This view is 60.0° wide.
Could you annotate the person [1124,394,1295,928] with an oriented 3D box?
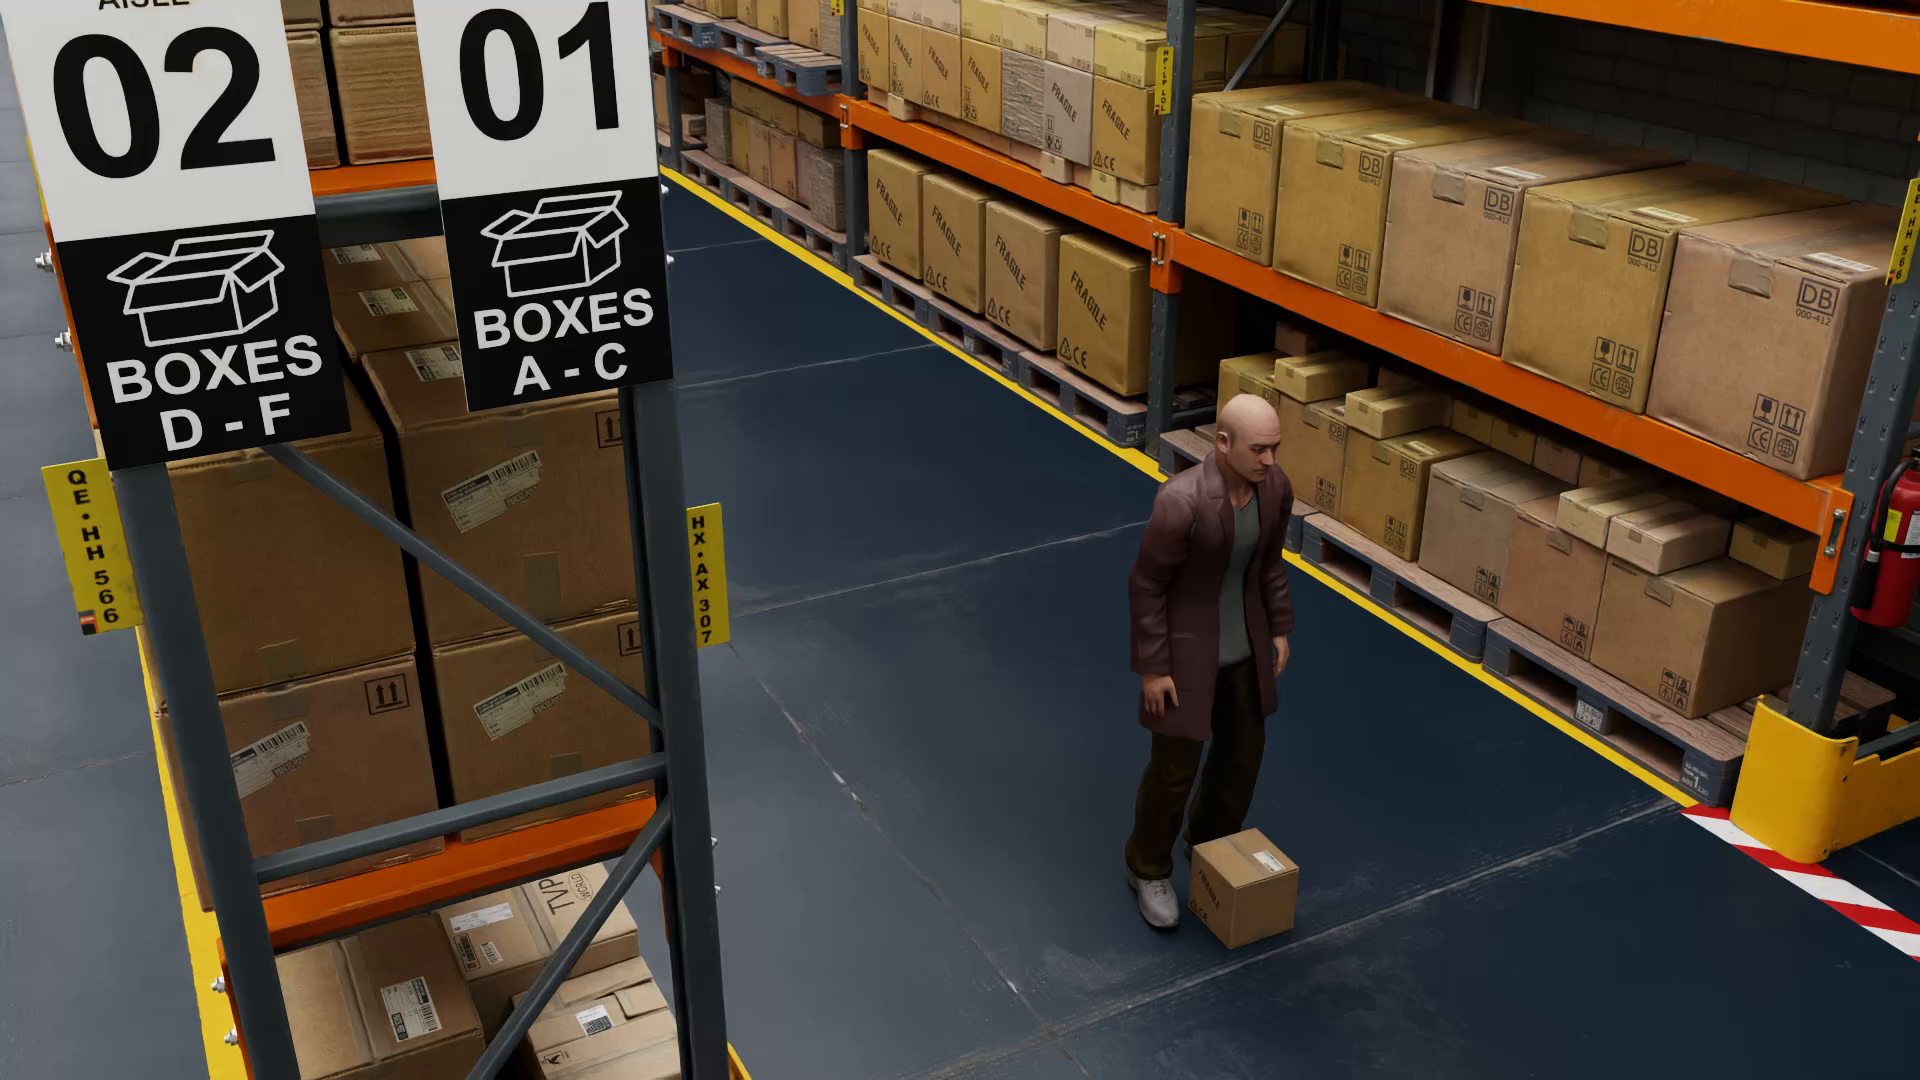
[{"bbox_3d":[0.819,0.362,5.357,0.648,1.772,0.429,-15,29,-28],"label":"person"}]
